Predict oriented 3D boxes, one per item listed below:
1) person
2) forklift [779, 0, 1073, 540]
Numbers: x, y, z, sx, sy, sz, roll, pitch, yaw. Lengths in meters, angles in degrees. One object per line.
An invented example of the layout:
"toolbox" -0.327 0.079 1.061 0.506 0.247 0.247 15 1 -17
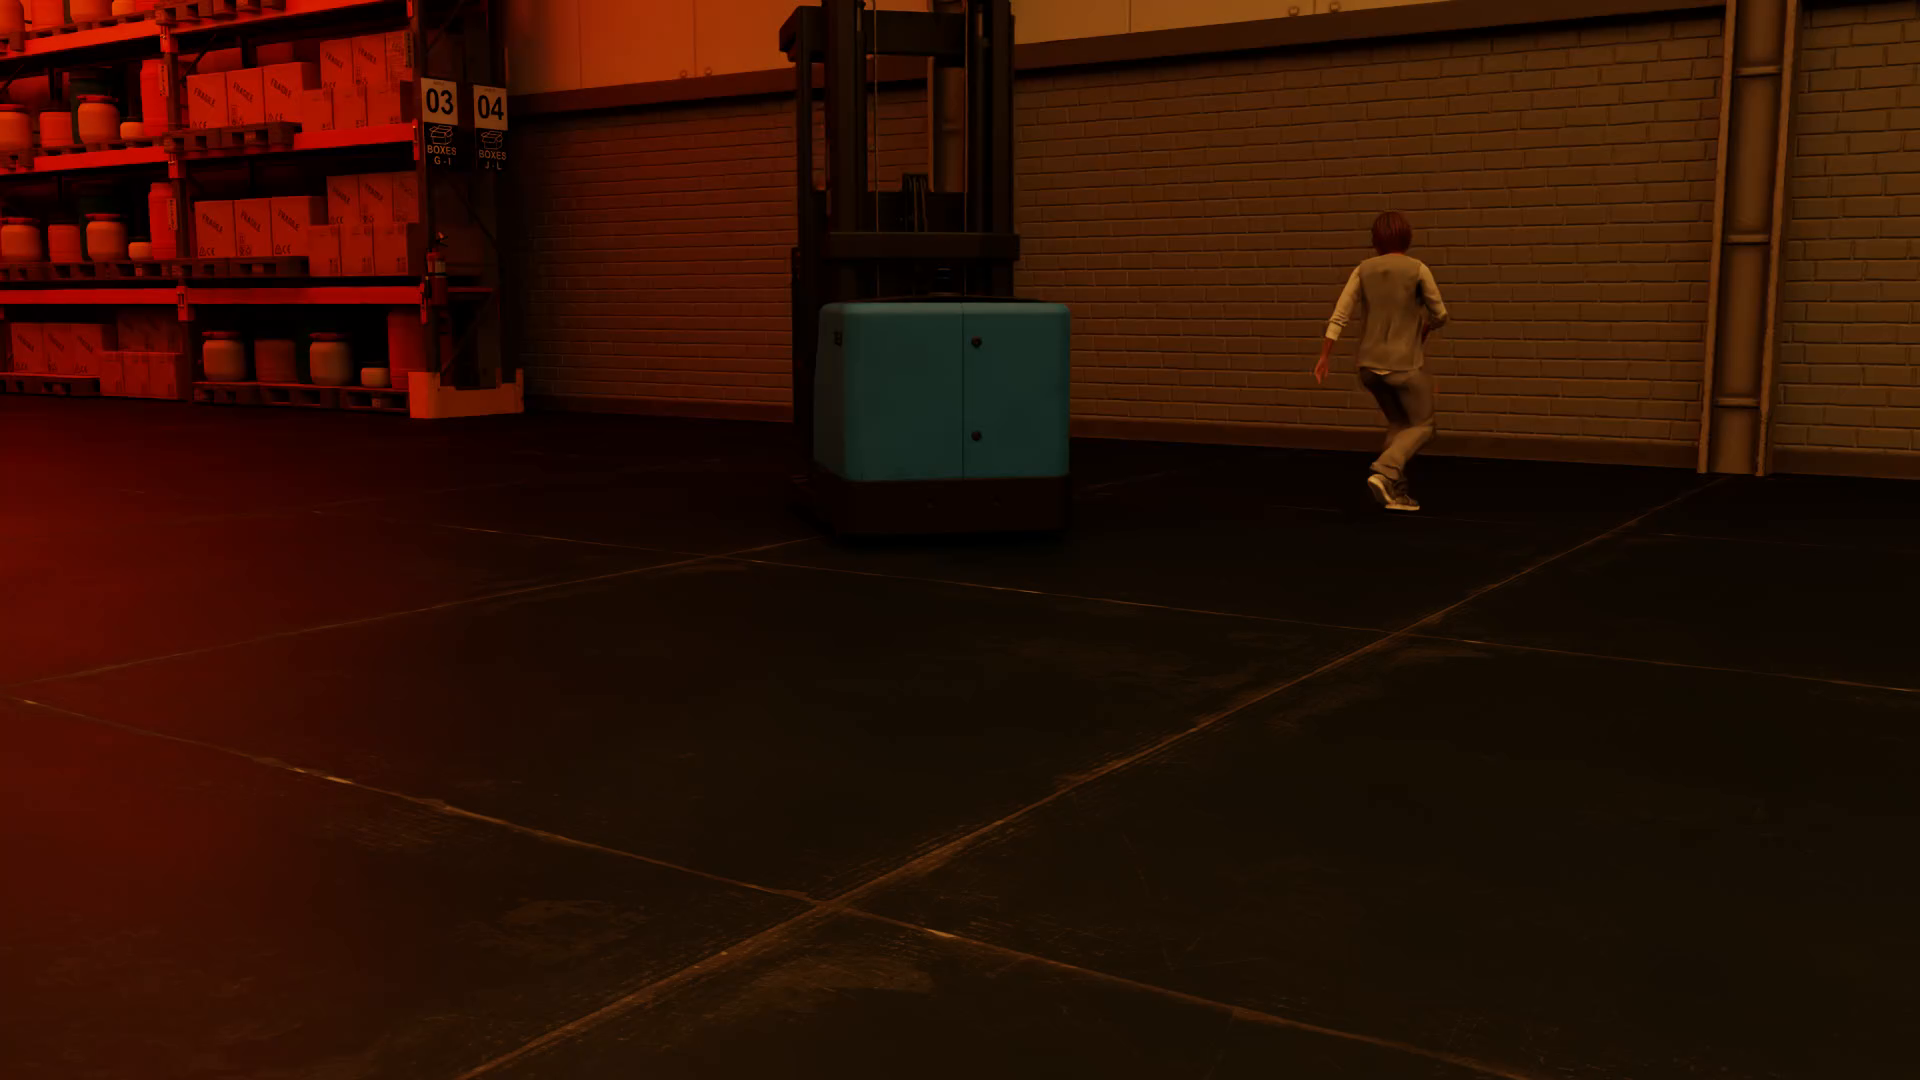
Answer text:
"person" 2.187 -0.833 8.498 0.615 1.416 0.529 -7 11 -40
"forklift" -0.325 -1.619 8.575 1.130 2.935 3.031 -2 8 -13
